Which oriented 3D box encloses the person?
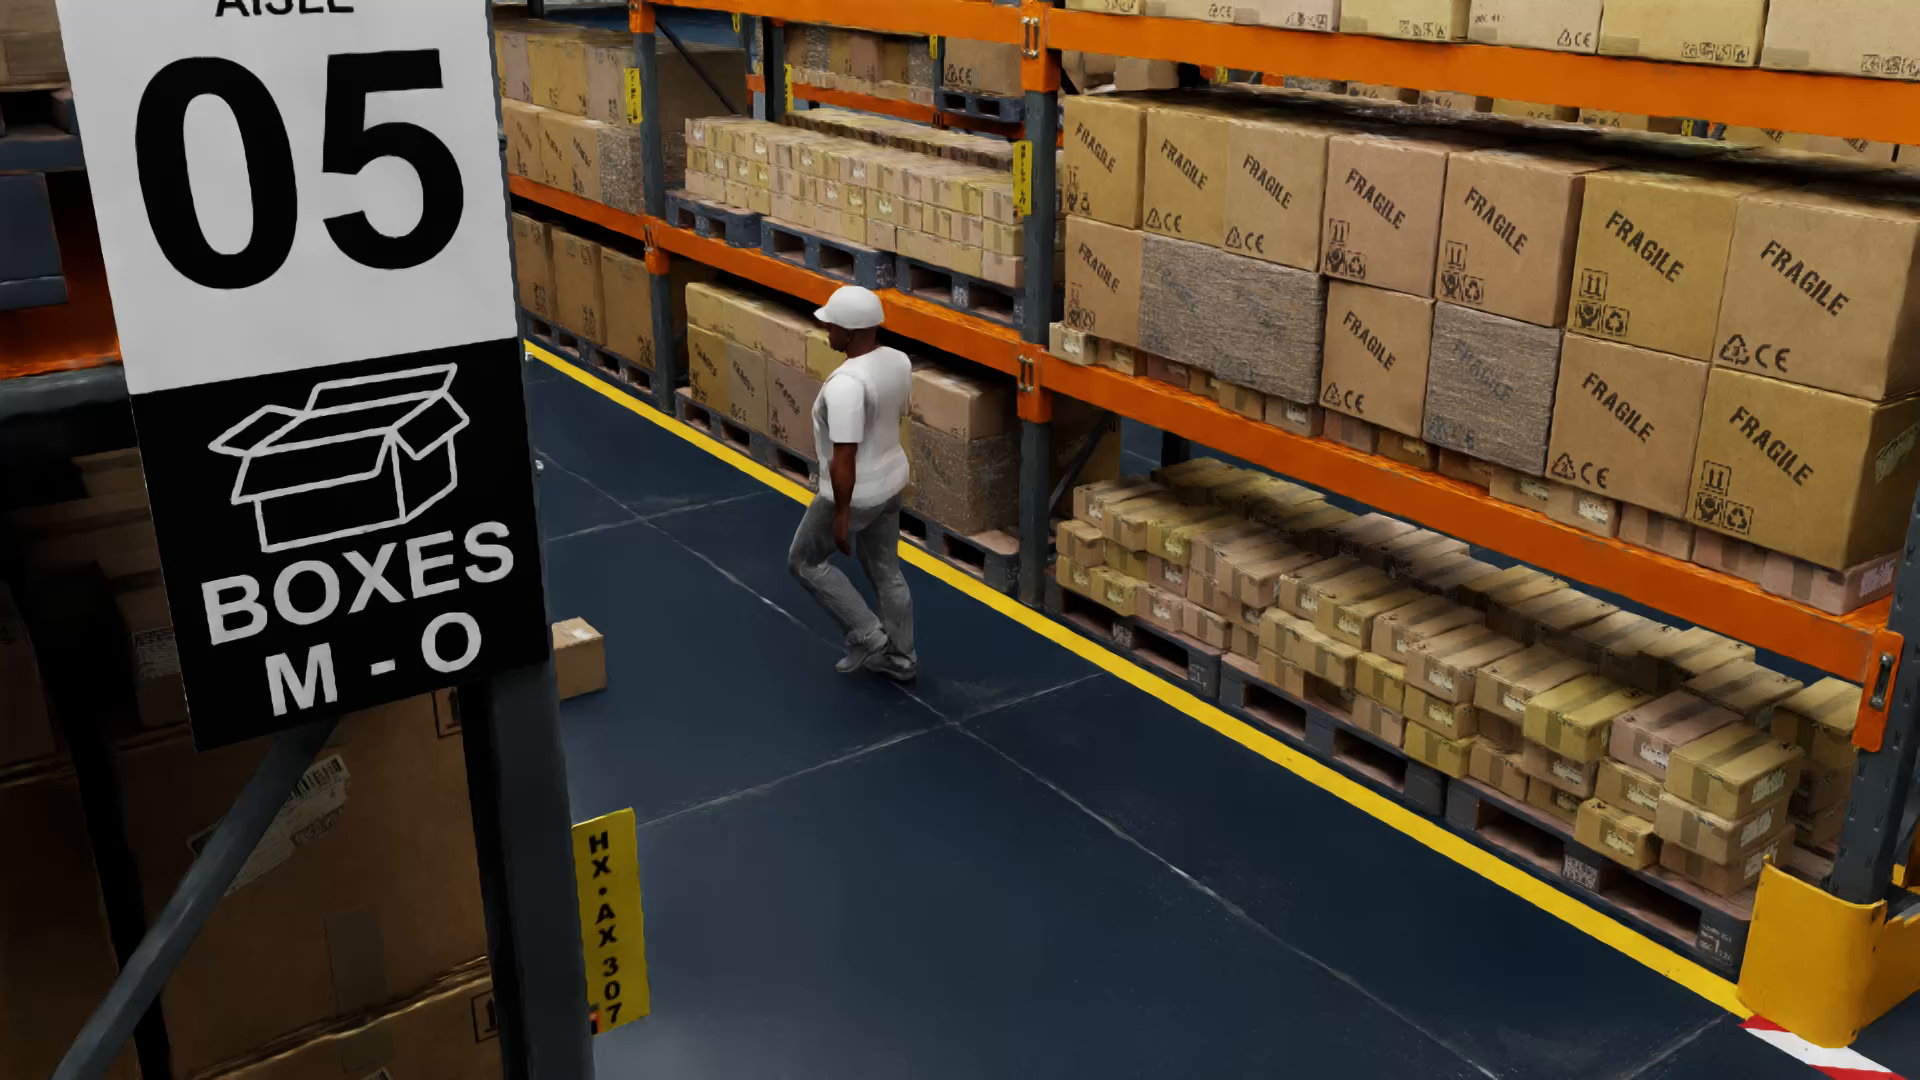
[{"bbox_3d":[-0.448,-0.221,7.042,0.514,1.750,0.633,11,24,27],"label":"person"}]
